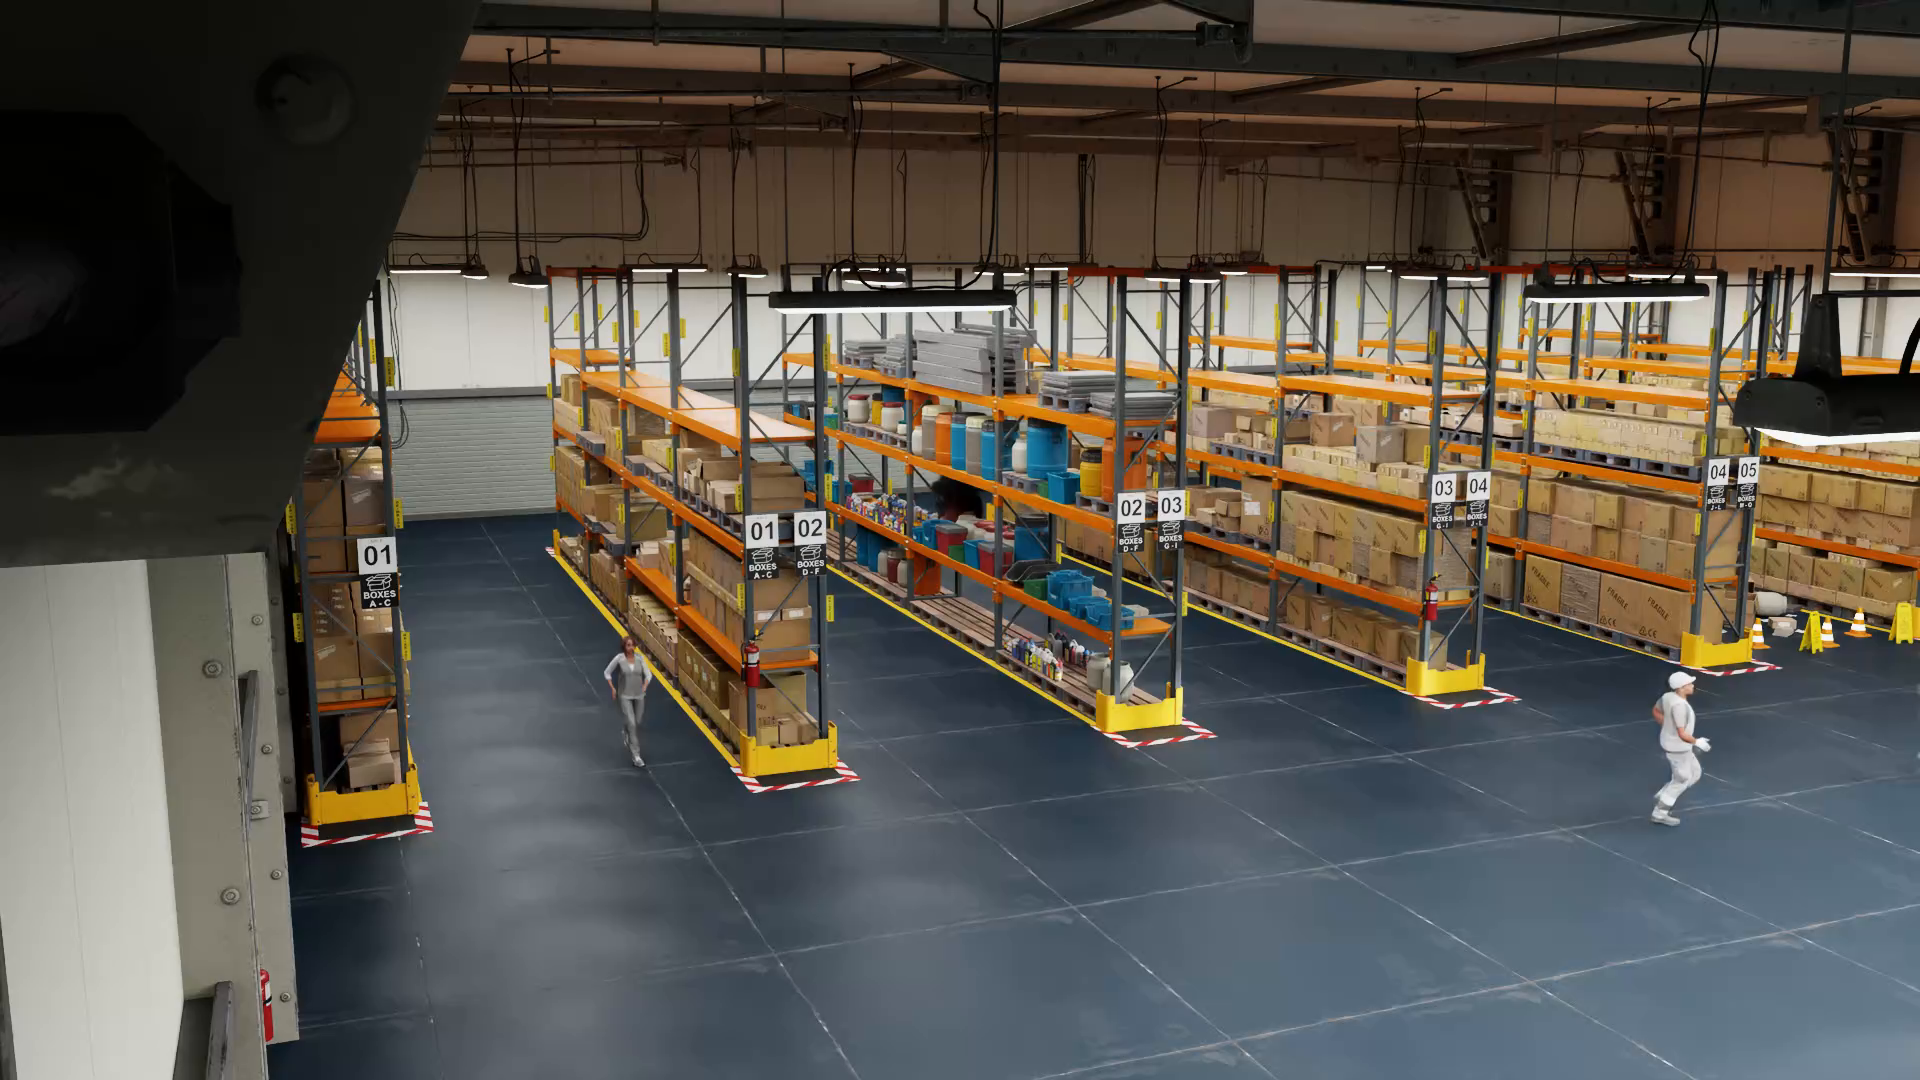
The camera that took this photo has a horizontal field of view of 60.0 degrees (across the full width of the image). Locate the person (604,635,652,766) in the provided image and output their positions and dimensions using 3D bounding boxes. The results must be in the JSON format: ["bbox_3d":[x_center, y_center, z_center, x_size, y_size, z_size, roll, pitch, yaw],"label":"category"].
[{"bbox_3d":[-4.132,1.962,20.779,0.559,1.586,0.855,-5,11,-28],"label":"person"}]

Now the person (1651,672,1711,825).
[{"bbox_3d":[7.995,2.300,18.427,0.530,1.742,0.670,2,10,9],"label":"person"}]
